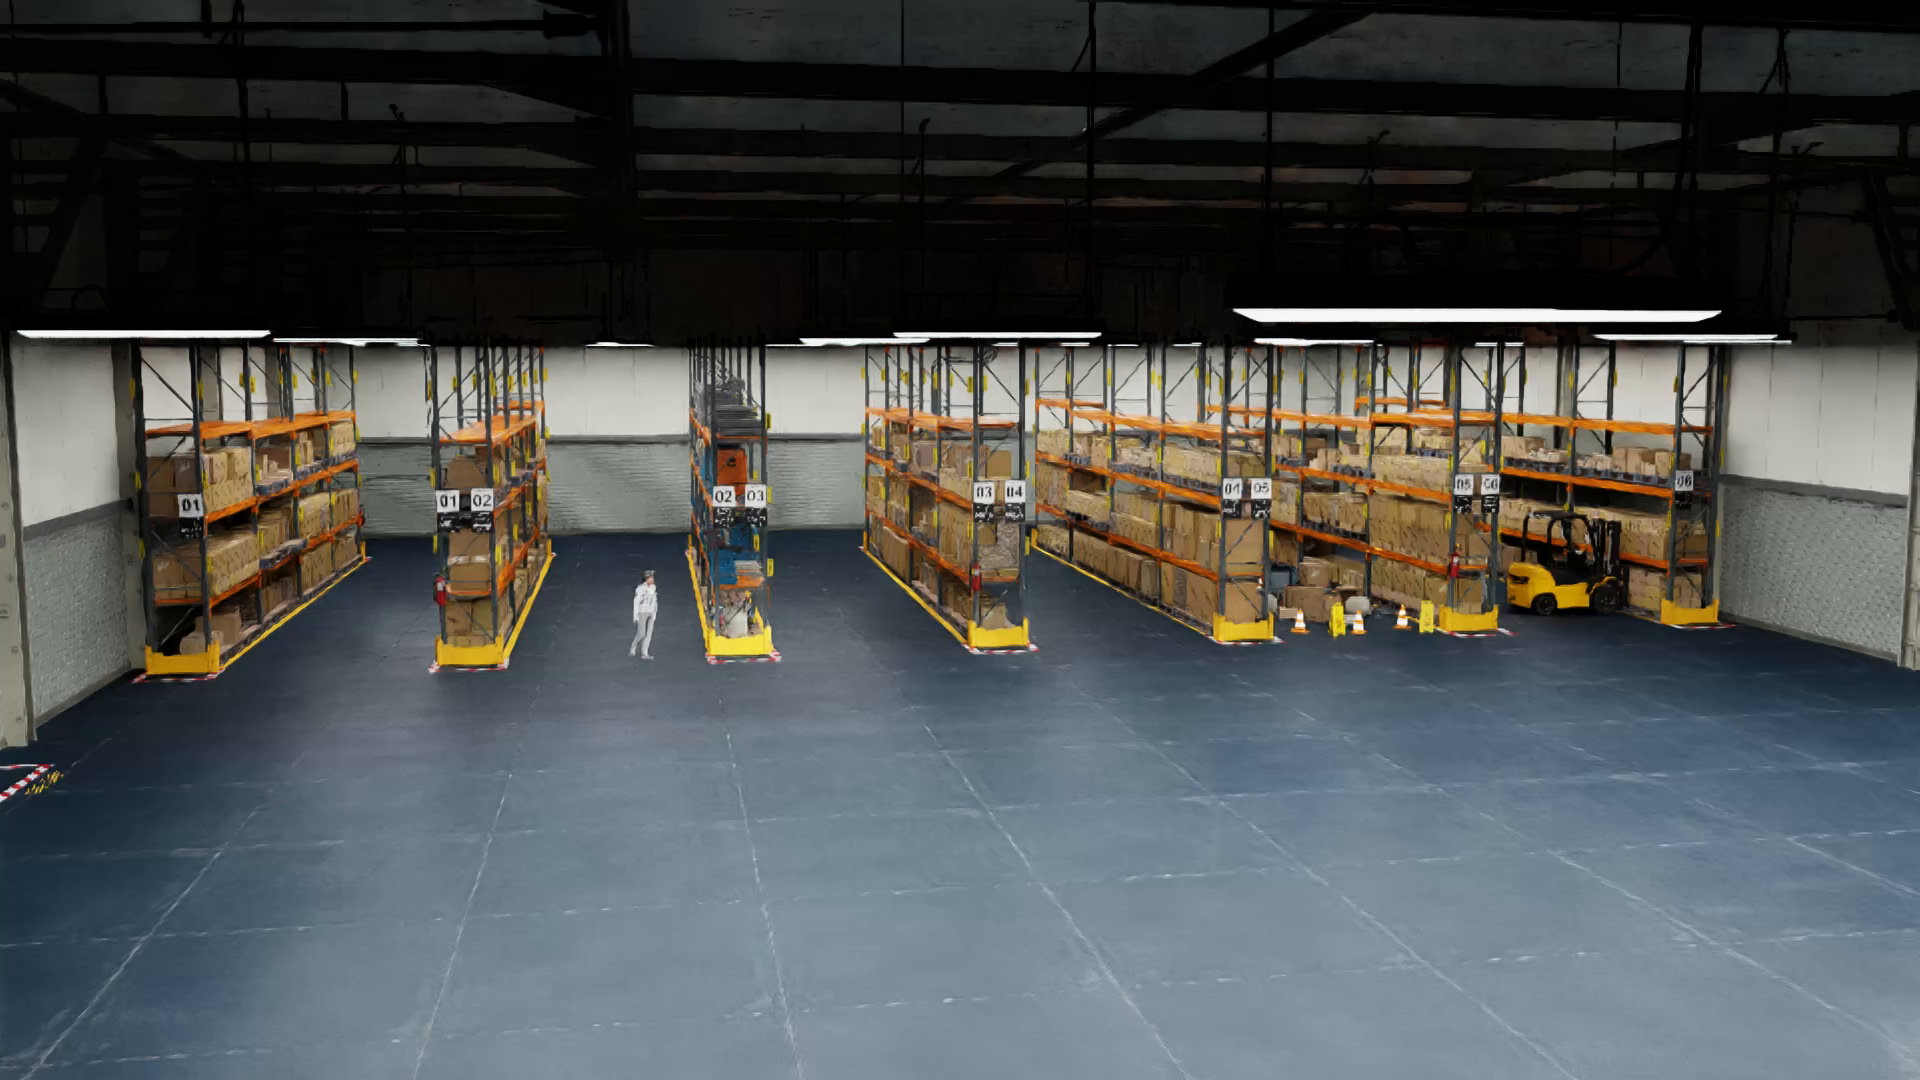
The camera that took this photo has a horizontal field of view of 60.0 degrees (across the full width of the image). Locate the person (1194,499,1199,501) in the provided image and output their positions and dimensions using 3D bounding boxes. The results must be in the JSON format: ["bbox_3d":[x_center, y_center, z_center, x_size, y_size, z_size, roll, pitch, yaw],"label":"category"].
[{"bbox_3d":[6.359,-0.303,44.767,0.635,1.771,0.691,1,7,10],"label":"person"}]

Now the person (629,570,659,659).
[{"bbox_3d":[-5.868,1.370,30.841,0.519,1.670,0.530,6,9,42],"label":"person"}]

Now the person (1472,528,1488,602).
[{"bbox_3d":[11.762,0.554,37.861,0.556,1.659,0.598,2,7,21],"label":"person"}]
